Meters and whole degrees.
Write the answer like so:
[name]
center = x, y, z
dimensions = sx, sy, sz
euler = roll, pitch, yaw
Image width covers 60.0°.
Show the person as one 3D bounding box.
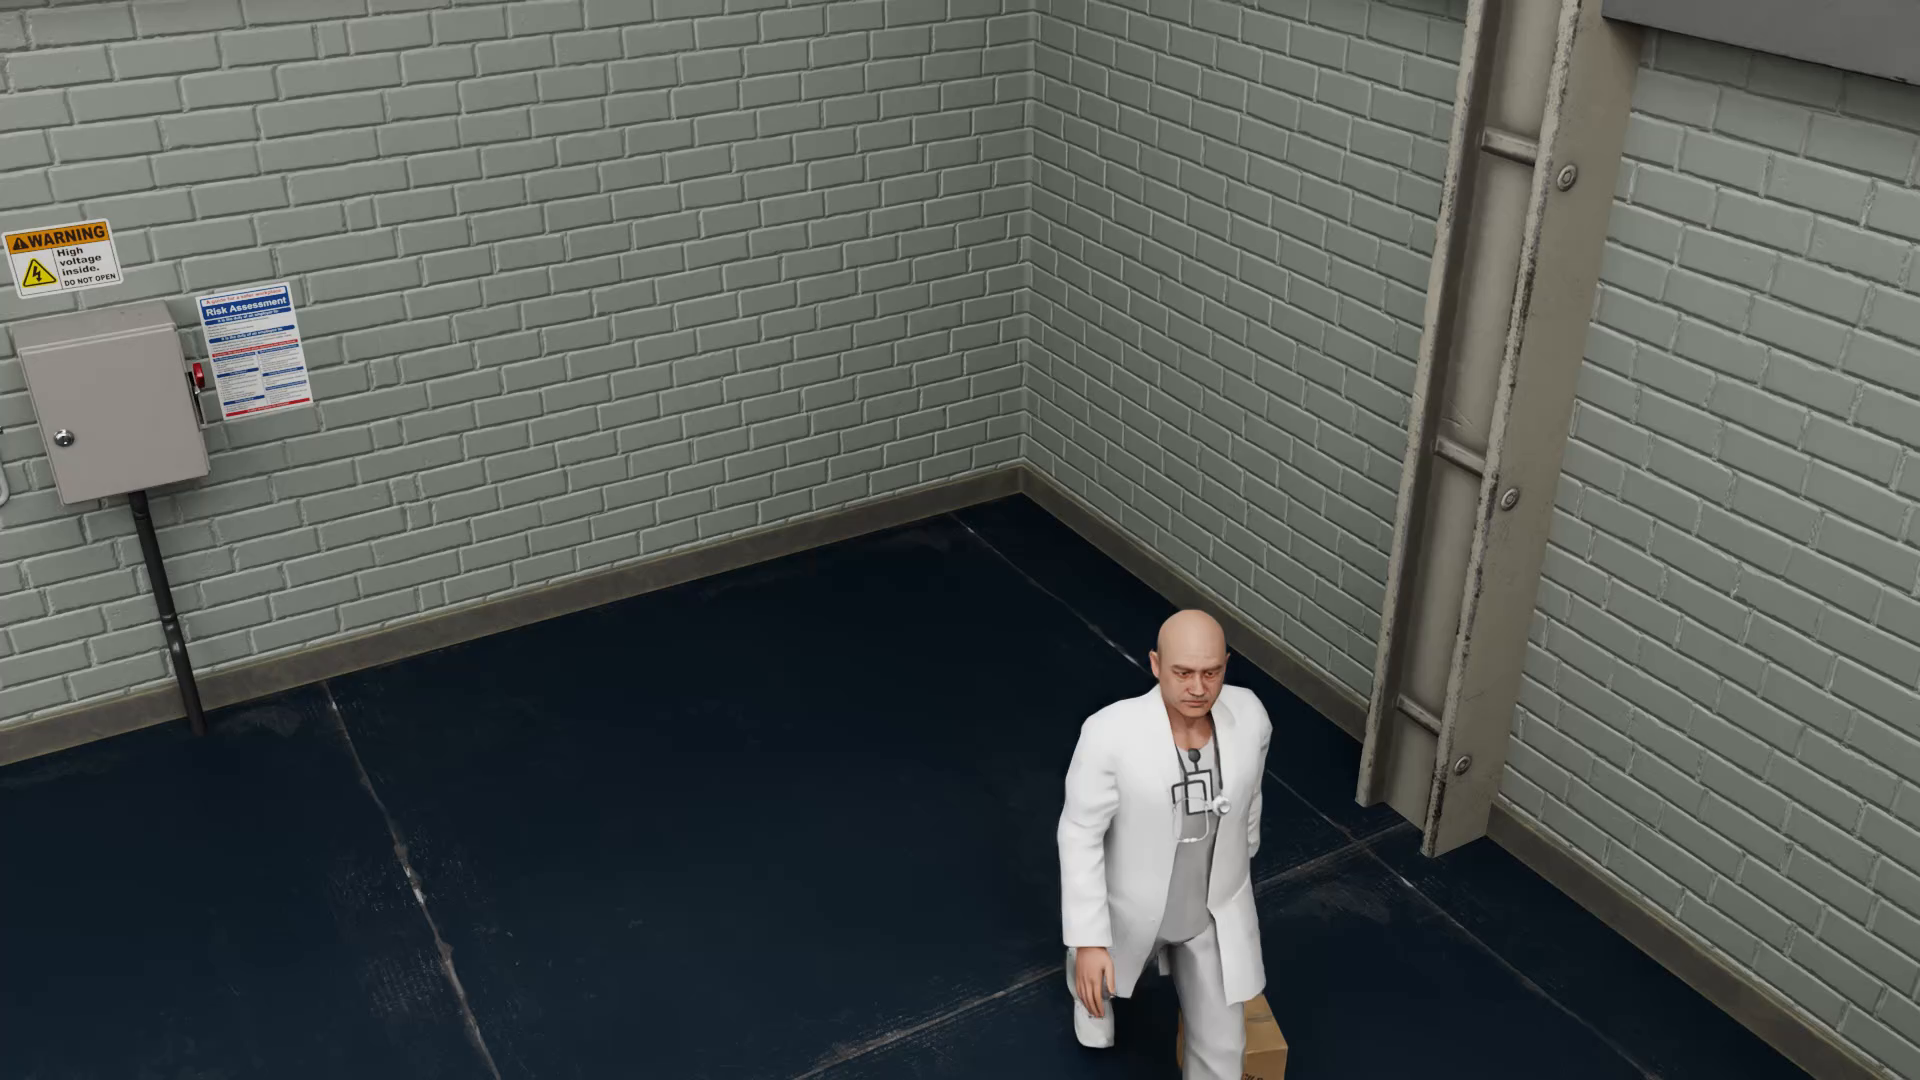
[person]
center = 0.546, 0.944, 4.422
dimensions = 0.625, 1.727, 1.175
euler = -4, 29, -8
